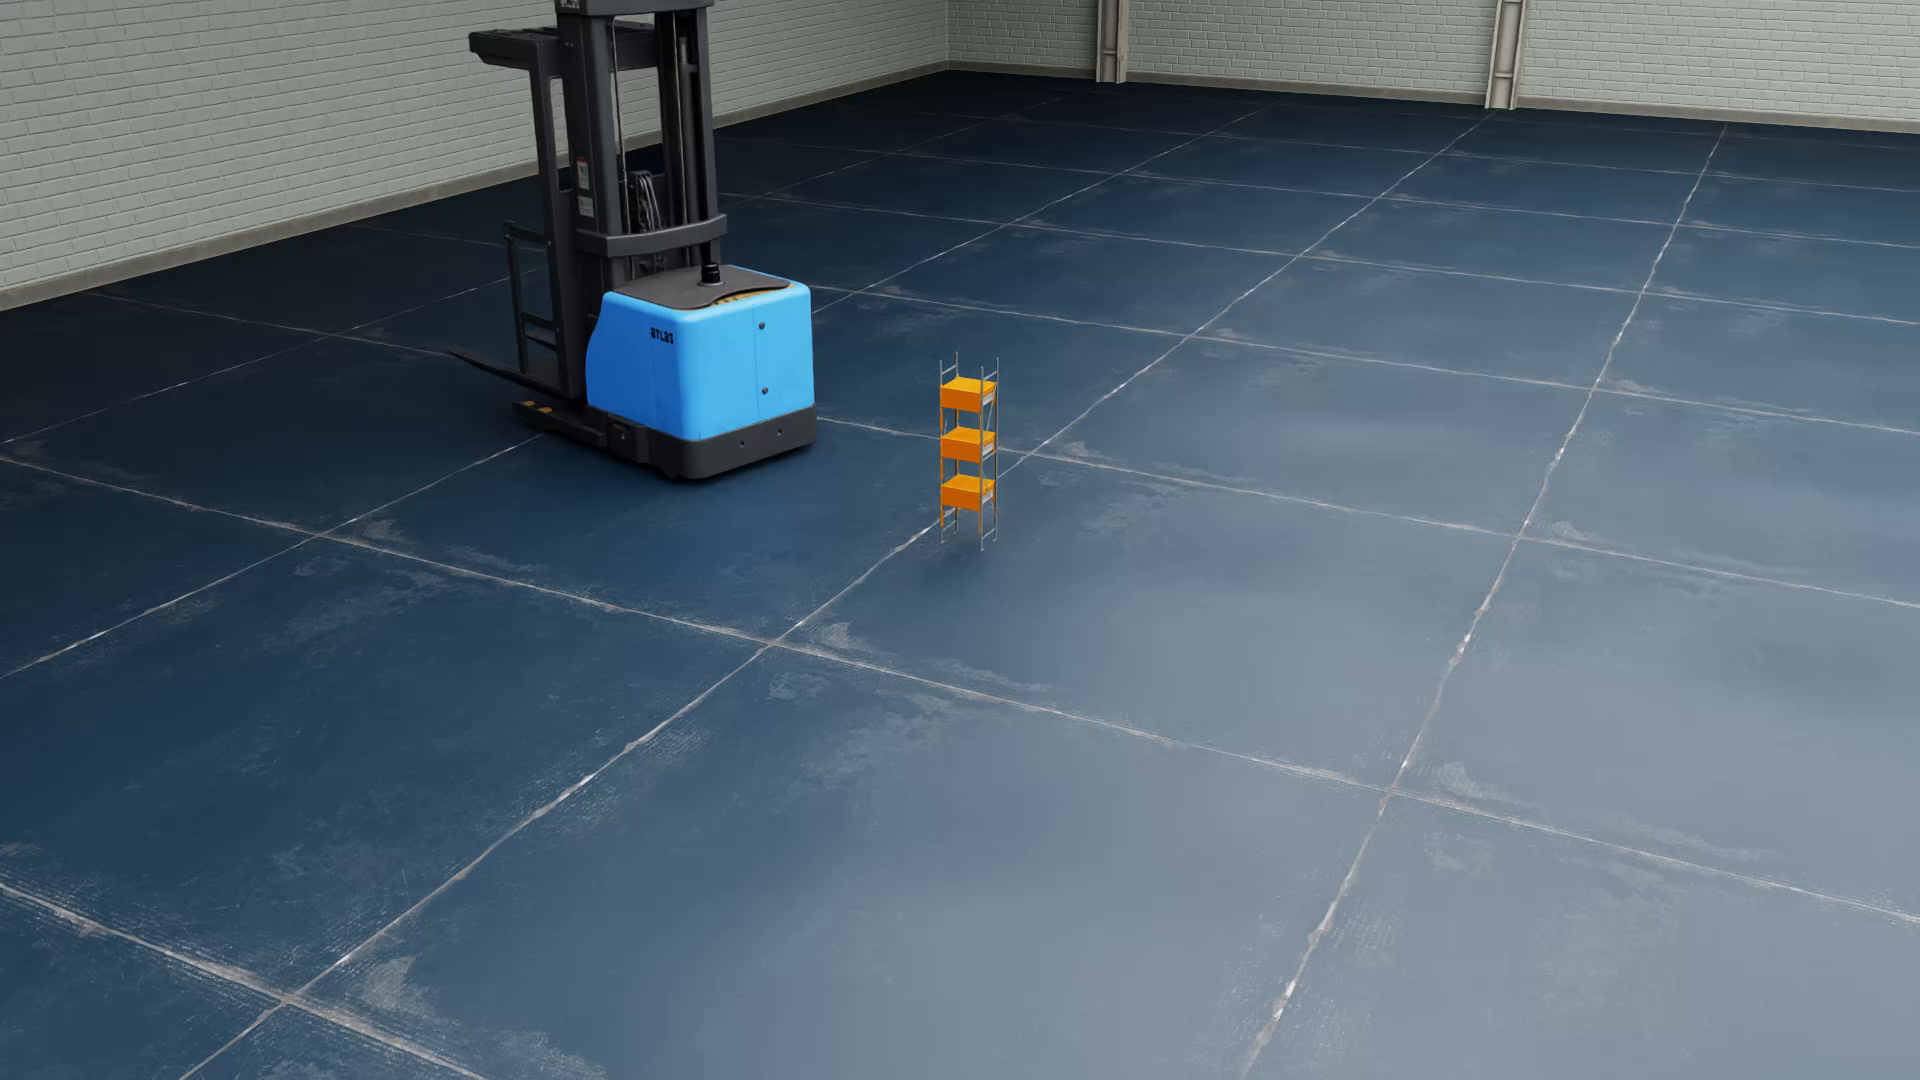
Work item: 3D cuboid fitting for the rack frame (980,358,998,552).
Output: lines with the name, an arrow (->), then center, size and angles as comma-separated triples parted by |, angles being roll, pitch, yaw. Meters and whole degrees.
rack frame -> 0.157, -0.452, 8.972 | 0.008, 1.050, 0.200 | 11, 25, 25

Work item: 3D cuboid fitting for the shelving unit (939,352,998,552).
shelving unit -> 0.048, -0.474, 9.022 | 0.252, 1.050, 0.215 | 11, 25, 25

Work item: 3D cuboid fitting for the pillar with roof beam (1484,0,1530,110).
pillar with roof beam -> 5.801, -8.834, 18.523 | 0.400, 9.000, 9.100 | 11, 25, 25

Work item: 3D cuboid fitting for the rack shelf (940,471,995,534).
rack shelf -> 0.048, -0.208, 9.135 | 0.240, 0.259, 0.215 | 11, 25, 25

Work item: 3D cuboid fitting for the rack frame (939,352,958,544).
rack frame -> -0.061, -0.495, 9.073 | 0.008, 1.050, 0.200 | 11, 25, 25

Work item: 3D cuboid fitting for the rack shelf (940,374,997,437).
rack shelf -> 0.048, -0.725, 8.915 | 0.240, 0.259, 0.215 | 11, 25, 25

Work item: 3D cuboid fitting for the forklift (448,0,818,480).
forklift -> -2.321, -2.185, 10.643 | 3.031, 2.935, 1.130 | 20, 30, 39

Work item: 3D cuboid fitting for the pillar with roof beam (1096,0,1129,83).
pillar with roof beam -> 0.447, -9.893, 21.014 | 0.400, 9.000, 9.100 | 11, 25, 25

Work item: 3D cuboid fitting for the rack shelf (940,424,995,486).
rack shelf -> 0.048, -0.464, 9.026 | 0.240, 0.259, 0.215 | 11, 25, 25
